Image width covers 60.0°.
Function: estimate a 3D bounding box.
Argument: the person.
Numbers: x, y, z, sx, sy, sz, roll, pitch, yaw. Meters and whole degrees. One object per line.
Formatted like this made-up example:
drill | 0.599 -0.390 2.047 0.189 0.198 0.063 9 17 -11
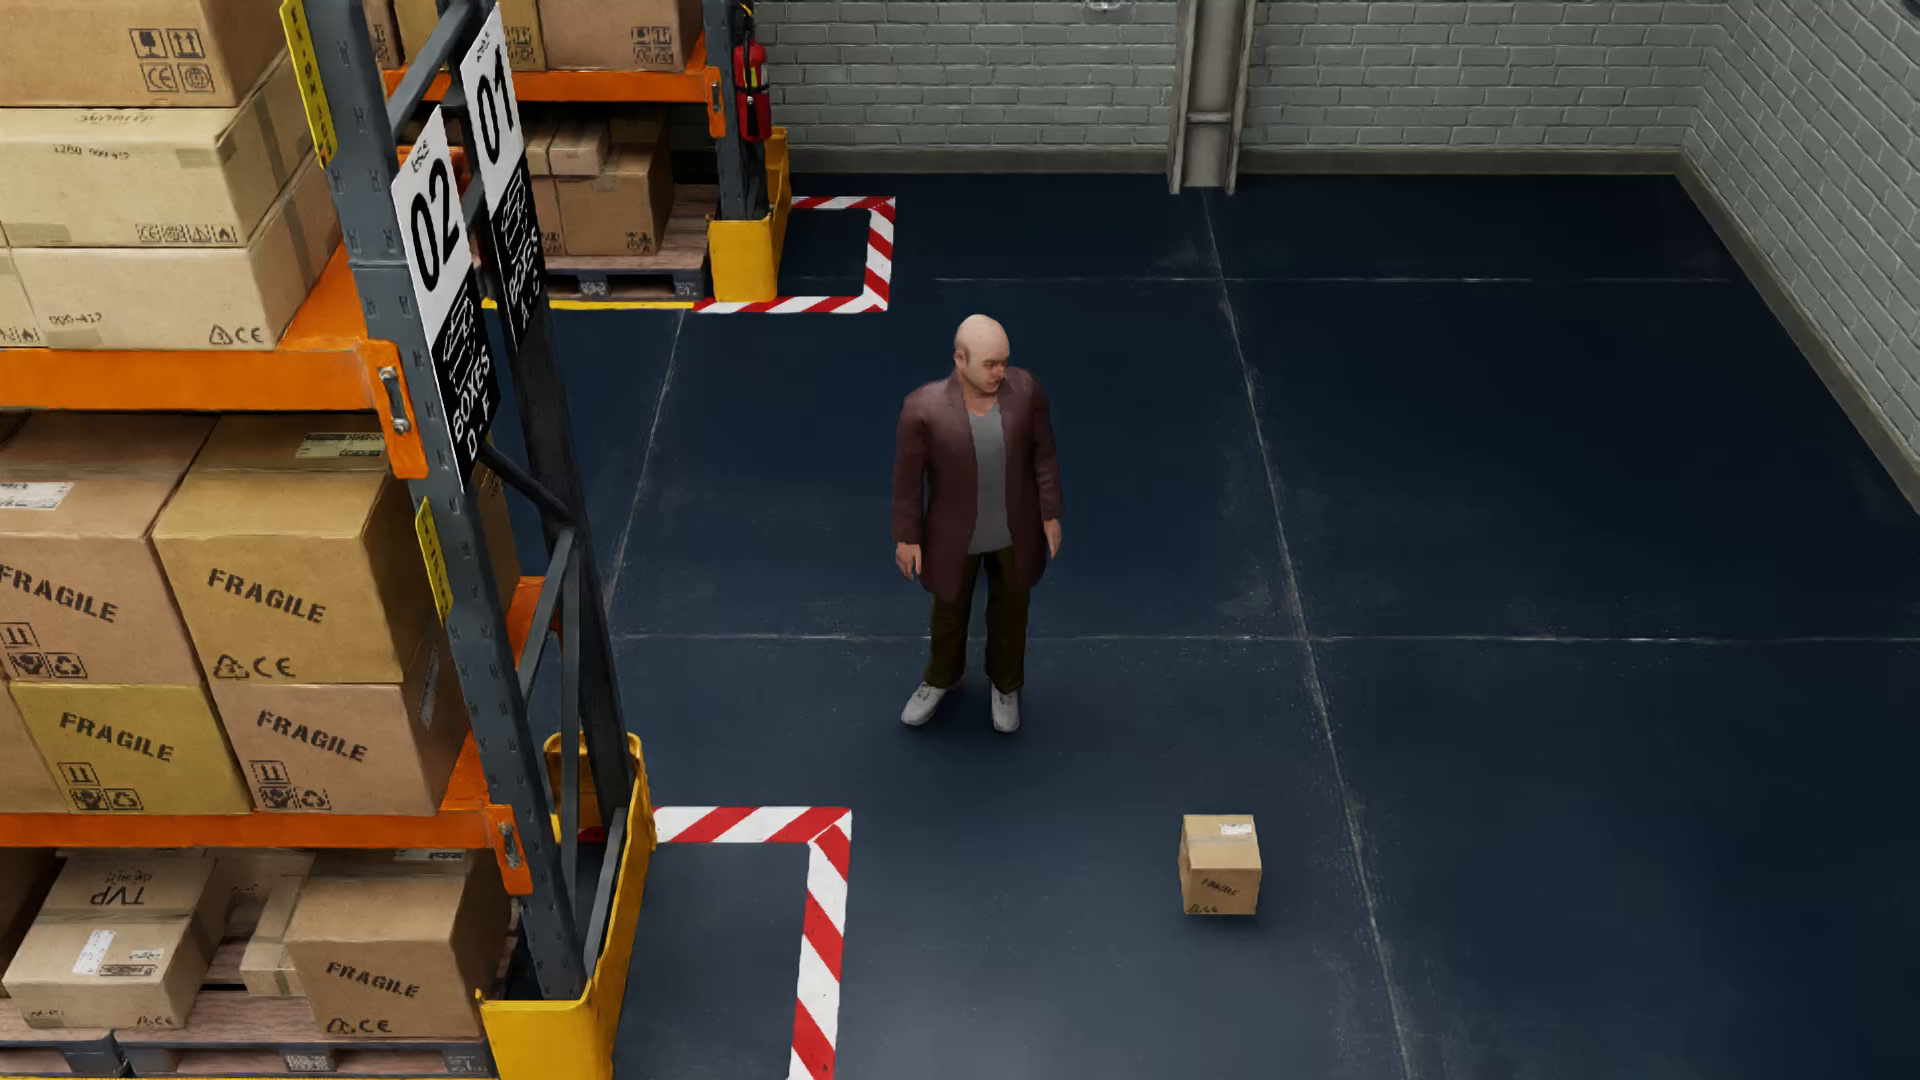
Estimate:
person | 0.073 -0.025 6.151 0.659 1.791 0.421 -7 40 -9
